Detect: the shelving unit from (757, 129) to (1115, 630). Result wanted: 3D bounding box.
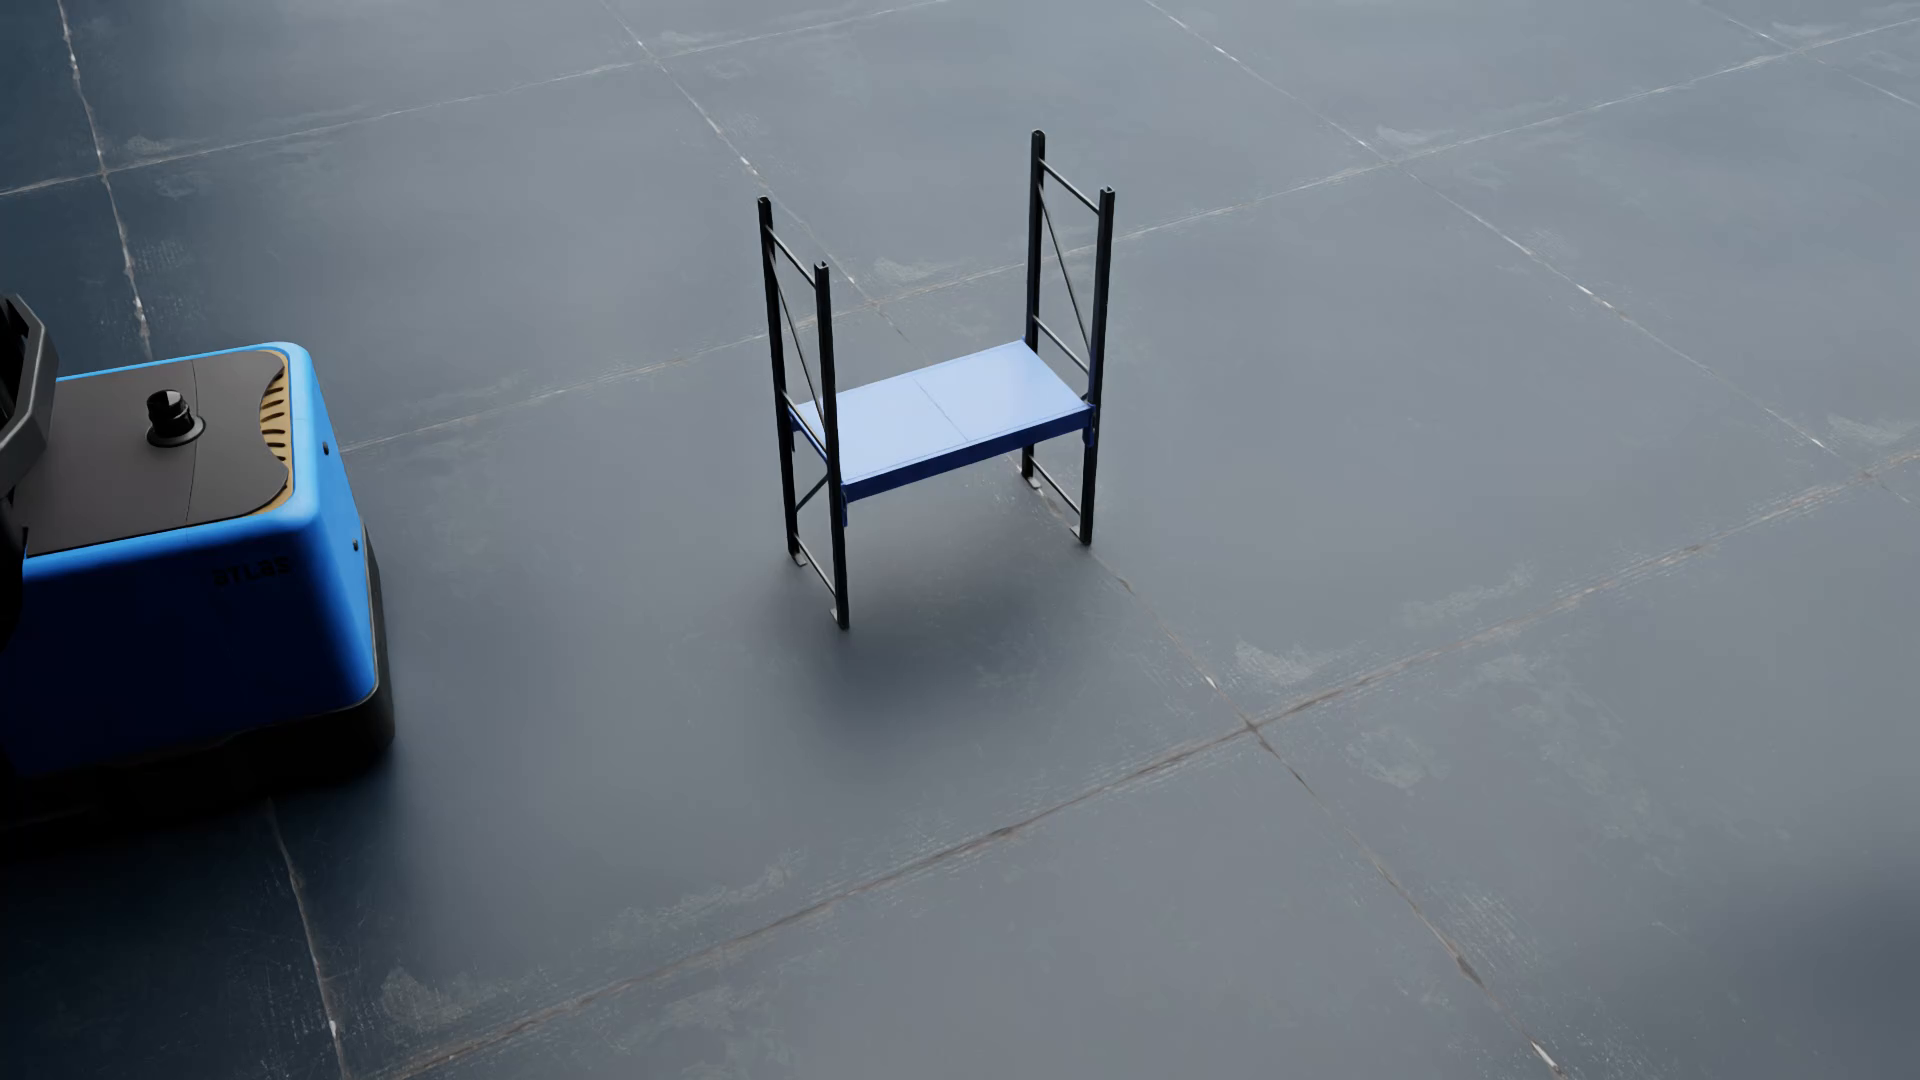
[{"bbox_3d":[-0.076,-0.547,5.866,1.048,1.500,0.538,-19,44,-21],"label":"shelving unit"}]

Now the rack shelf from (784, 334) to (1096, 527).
[{"bbox_3d":[-0.076,-0.410,5.982,1.000,0.185,0.538,-19,44,-21],"label":"rack shelf"}]

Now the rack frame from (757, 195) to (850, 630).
[{"bbox_3d":[-0.527,-0.395,5.687,0.032,1.500,0.500,-19,44,-21],"label":"rack frame"}]

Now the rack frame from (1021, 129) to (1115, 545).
[{"bbox_3d":[0.375,-0.699,6.045,0.032,1.500,0.500,-19,44,-21],"label":"rack frame"}]

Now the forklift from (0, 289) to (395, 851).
[{"bbox_3d":[-3.445,-0.379,4.560,3.031,2.935,1.130,-12,42,-14],"label":"forklift"}]
